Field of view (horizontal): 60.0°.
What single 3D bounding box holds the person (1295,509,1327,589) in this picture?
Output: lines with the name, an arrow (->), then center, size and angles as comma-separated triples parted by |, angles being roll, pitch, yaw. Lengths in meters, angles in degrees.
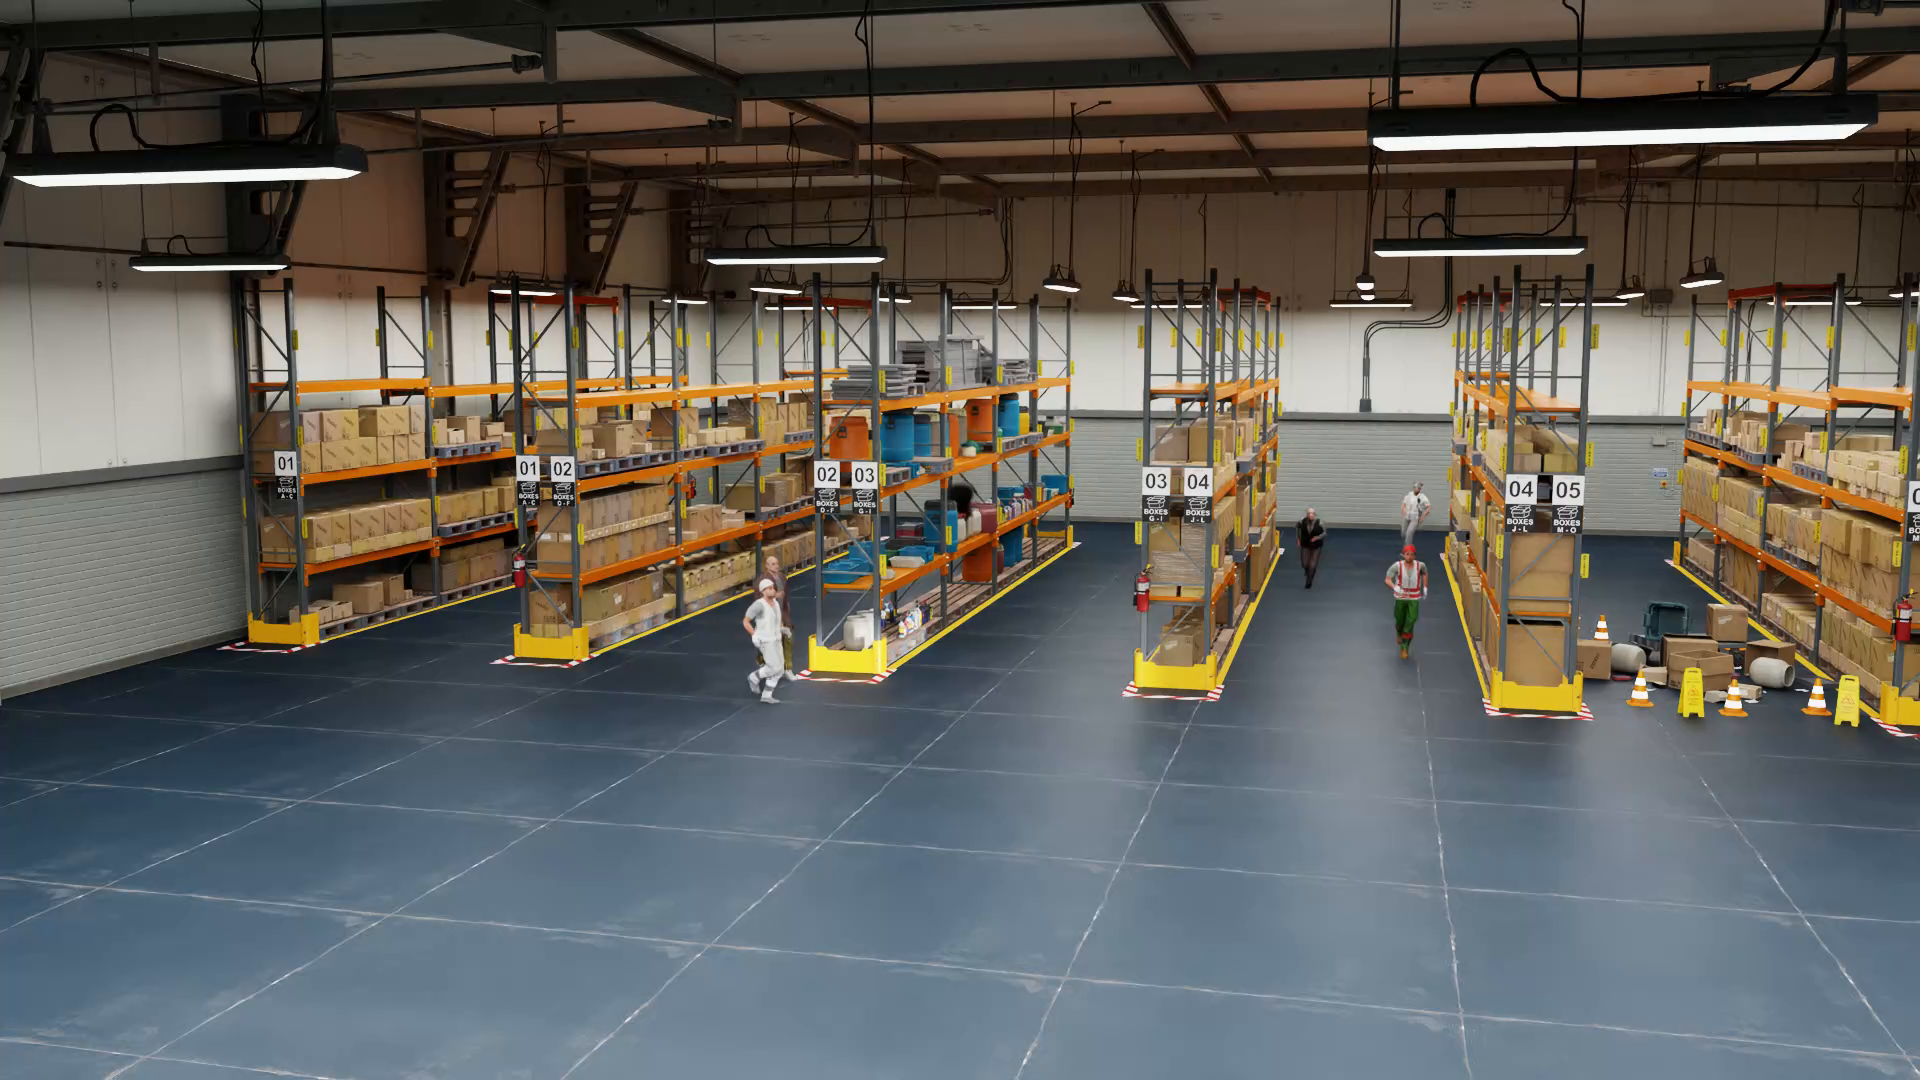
person -> 7.079, 0.214, 33.621 | 0.648, 1.569, 0.723 | 2, 7, 15

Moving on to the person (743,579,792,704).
person -> -2.638, 1.400, 22.946 | 0.594, 1.735, 0.661 | 4, 8, 32

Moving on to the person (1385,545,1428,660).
person -> 7.114, 0.947, 26.497 | 0.685, 1.775, 1.031 | 1, 7, 9

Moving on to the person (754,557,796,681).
person -> -2.781, 1.157, 24.730 | 0.693, 1.840, 0.849 | -5, 8, -36

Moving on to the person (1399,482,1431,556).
person -> 10.630, -0.509, 38.841 | 0.715, 1.742, 0.714 | 5, 8, 36
